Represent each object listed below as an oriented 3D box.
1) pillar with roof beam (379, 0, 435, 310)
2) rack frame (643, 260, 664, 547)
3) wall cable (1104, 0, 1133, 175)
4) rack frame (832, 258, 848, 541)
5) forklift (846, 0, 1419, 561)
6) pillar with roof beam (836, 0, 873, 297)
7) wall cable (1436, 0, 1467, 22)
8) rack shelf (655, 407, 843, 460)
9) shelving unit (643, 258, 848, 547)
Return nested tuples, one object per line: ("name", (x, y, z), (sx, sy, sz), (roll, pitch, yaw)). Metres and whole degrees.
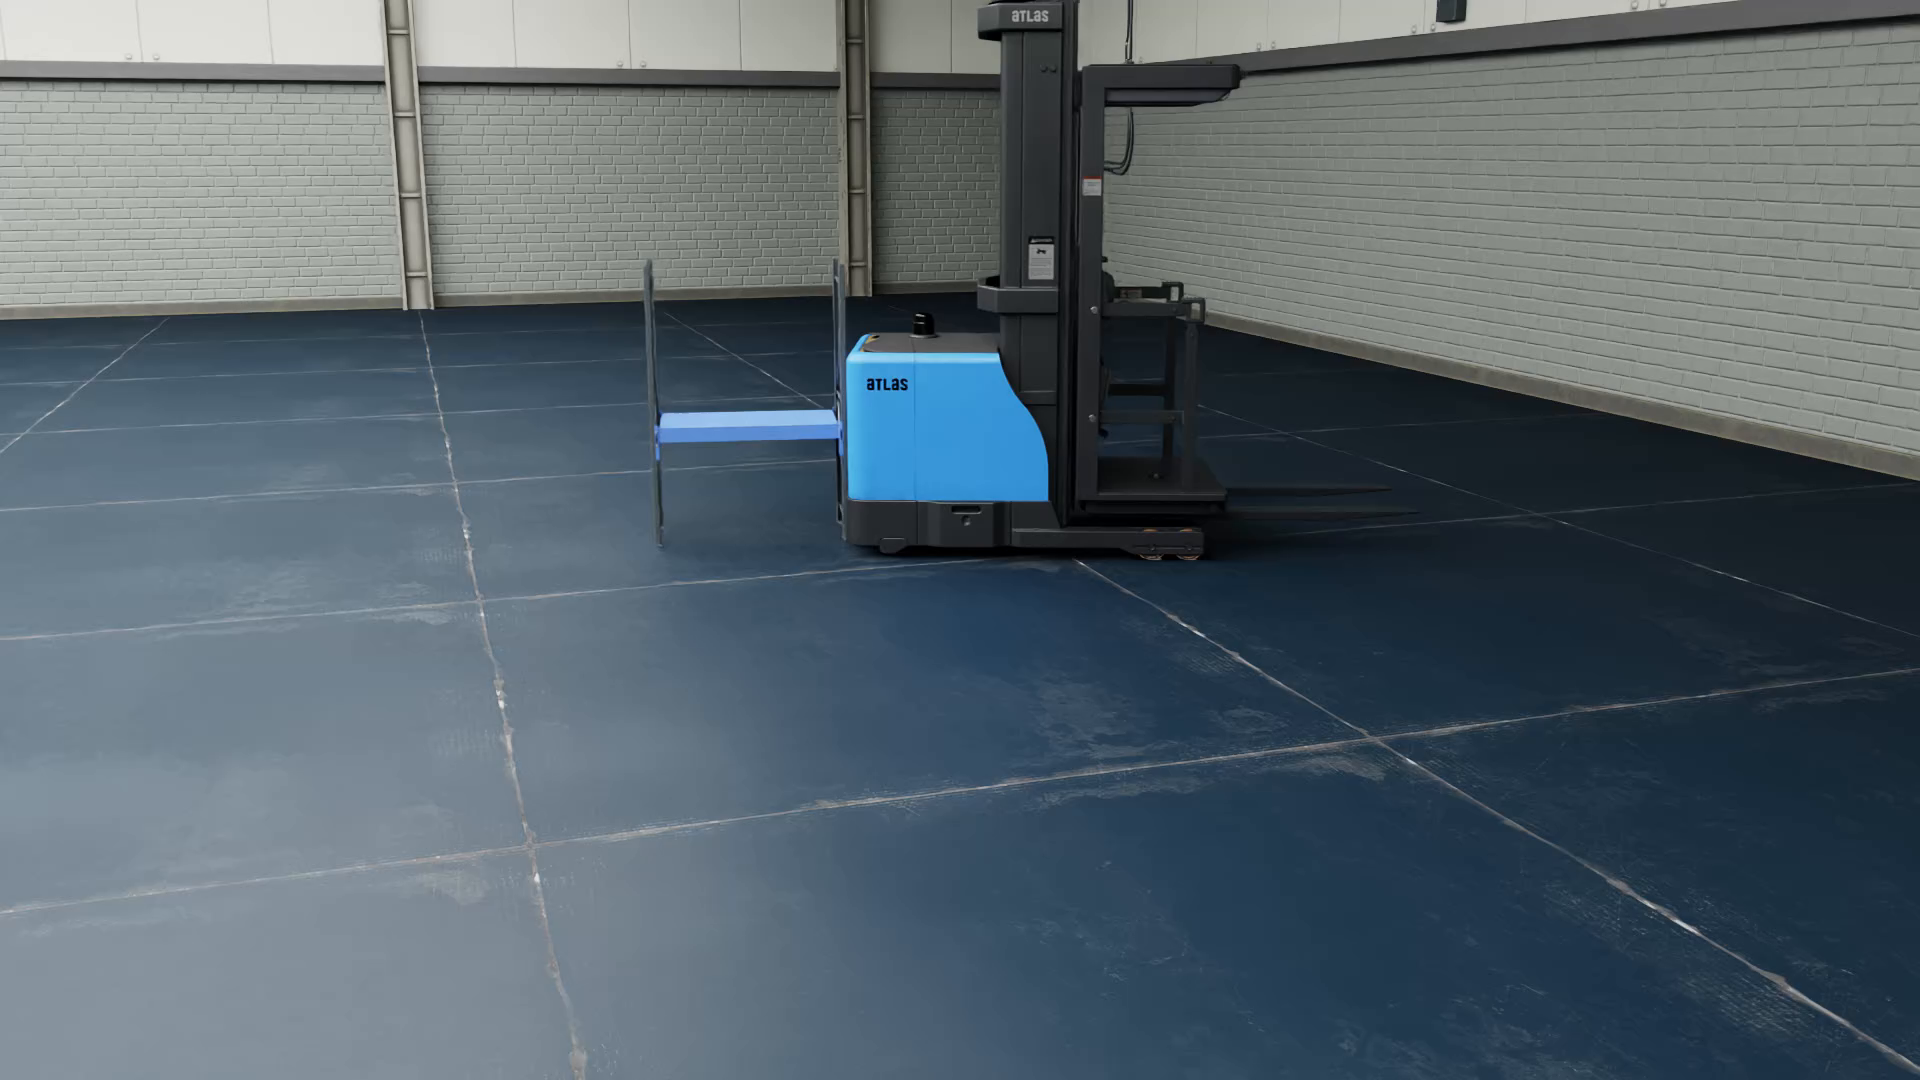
("pillar with roof beam", (-5.803, -6.503, 17.037), (0.400, 9.000, 9.100), (-4, 14, -18))
("rack frame", (-1.666, -0.749, 9.050), (0.032, 1.500, 0.500), (-2, 14, -8))
("wall cable", (1.725, -6.307, 22.922), (0.112, 2.526, 3.097), (-4, 14, -18))
("rack frame", (-0.660, -0.782, 9.191), (0.032, 1.500, 0.500), (-2, 14, -8))
("forklift", (0.922, -1.441, 8.869), (3.031, 2.935, 1.130), (0, 13, 1))
("pillar with roof beam", (-0.116, -6.946, 18.898), (0.400, 9.000, 9.100), (-4, 14, -18))
("wall cable", (4.737, -7.389, 13.411), (0.169, 6.003, 2.305), (-4, 14, -18))
("rack shelf", (-1.163, -0.591, 9.162), (1.000, 0.185, 0.538), (-2, 14, -8))
("shelving unit", (-1.163, -0.766, 9.121), (1.048, 1.500, 0.538), (-2, 14, -8))
